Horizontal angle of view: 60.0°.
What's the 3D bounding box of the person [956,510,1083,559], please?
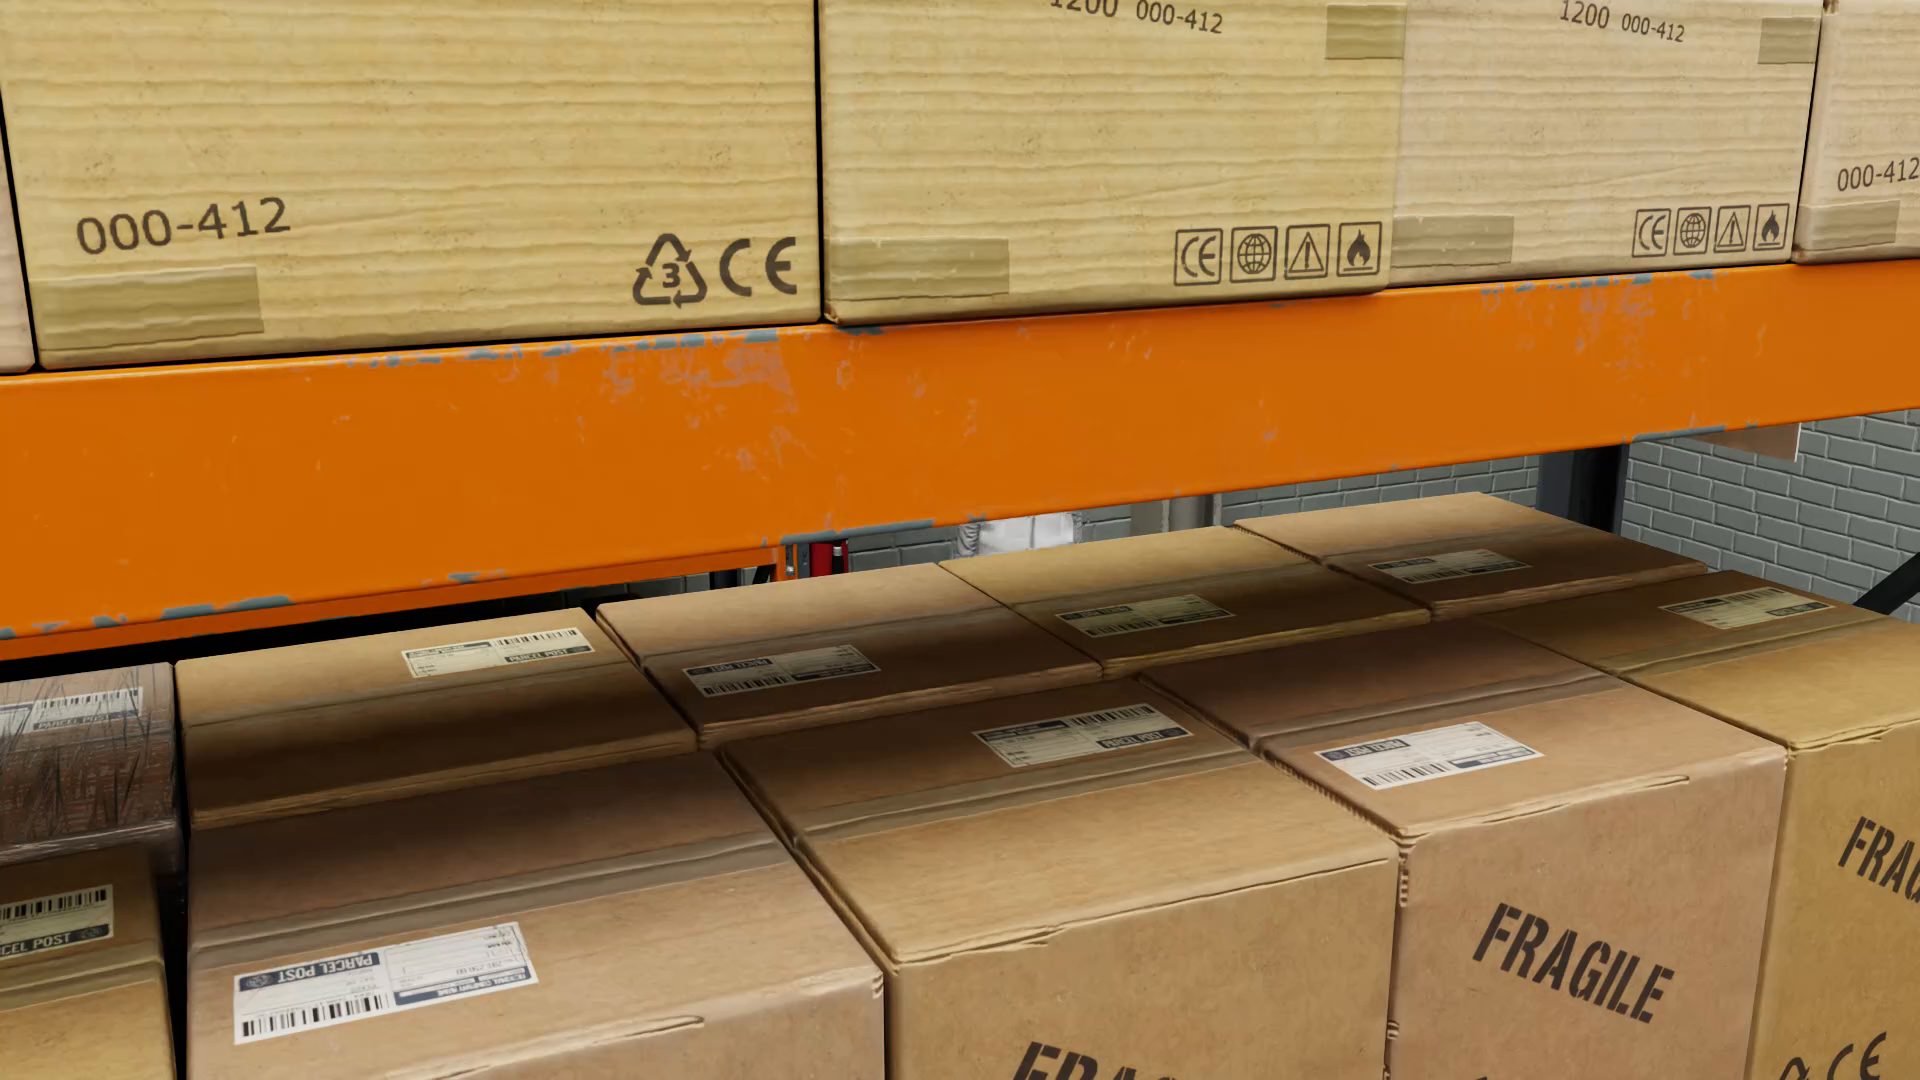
[{"bbox_3d":[0.263,0.131,7.548,0.909,1.730,0.869,-2,15,-7],"label":"person"}]
